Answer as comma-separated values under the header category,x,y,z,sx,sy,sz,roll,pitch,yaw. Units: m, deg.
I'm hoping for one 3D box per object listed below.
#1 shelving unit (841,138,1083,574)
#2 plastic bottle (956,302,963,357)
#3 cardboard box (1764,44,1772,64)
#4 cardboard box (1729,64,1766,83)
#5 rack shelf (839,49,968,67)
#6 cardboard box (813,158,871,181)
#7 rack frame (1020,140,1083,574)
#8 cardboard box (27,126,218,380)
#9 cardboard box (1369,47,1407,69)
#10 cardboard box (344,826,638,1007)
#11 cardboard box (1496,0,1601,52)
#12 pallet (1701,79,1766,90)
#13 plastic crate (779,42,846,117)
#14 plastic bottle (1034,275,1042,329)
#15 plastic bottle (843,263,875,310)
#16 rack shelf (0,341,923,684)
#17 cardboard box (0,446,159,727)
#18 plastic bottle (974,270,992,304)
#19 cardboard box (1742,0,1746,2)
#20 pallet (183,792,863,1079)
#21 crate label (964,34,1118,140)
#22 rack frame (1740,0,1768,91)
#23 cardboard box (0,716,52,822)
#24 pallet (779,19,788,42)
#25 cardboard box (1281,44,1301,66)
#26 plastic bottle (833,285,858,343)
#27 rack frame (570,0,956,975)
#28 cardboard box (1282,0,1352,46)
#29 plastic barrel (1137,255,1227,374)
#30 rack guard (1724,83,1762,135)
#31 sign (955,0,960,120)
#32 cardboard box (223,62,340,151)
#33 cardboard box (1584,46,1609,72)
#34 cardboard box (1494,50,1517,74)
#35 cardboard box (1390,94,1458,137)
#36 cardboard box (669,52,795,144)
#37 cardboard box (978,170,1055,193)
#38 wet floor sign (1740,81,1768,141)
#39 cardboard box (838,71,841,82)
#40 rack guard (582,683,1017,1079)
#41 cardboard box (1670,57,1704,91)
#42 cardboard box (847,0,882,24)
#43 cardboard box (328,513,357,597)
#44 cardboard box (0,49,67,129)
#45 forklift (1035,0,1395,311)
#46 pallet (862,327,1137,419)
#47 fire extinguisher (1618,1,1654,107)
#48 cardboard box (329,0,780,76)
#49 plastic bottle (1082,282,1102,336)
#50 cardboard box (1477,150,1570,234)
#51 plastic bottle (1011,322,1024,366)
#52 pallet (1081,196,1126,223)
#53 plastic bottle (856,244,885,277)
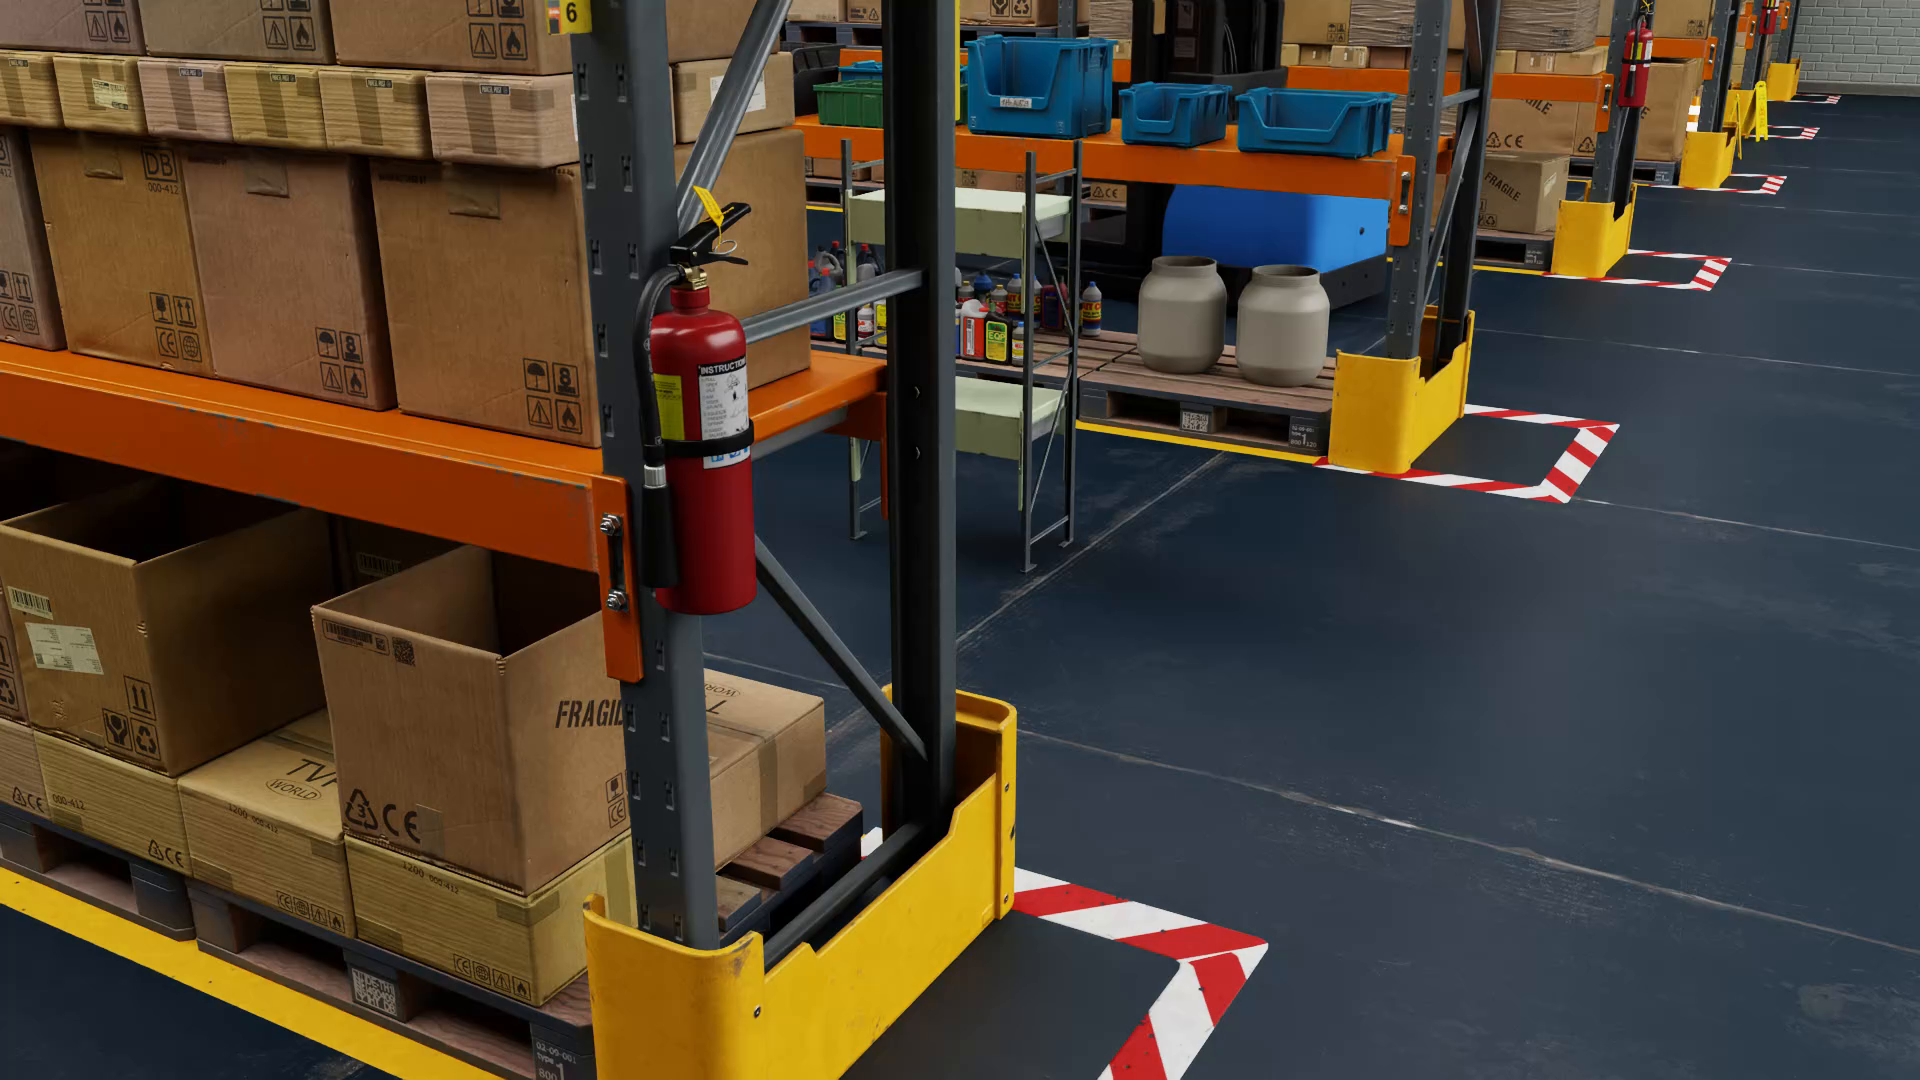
category,x,y,z,sx,sy,sz,roll,pitch,yaw
shelving unit,0.006,-0.704,6.106,0.755,1.500,0.431,11,23,27
plastic bottle,-0.029,-1.062,8.243,0.135,0.276,0.152,10,22,26
cardboard box,11.473,-7.070,24.141,0.500,0.250,0.500,11,23,28
cardboard box,11.218,-6.679,23.796,0.500,0.250,0.500,11,23,28
rack shelf,-0.707,-4.022,14.108,4.000,0.370,1.077,11,23,27
cardboard box,-0.869,-3.438,14.465,0.500,0.500,0.700,13,24,32
rack frame,0.325,-0.643,5.938,0.023,1.500,0.400,11,23,27
cardboard box,-1.596,-0.712,3.783,0.500,0.500,0.700,11,23,28
cardboard box,3.083,-3.433,11.798,0.250,0.149,0.380,11,23,27
cardboard box,-0.915,0.680,3.507,0.500,0.250,0.500,11,23,27
cardboard box,4.065,-3.648,11.442,0.500,0.500,0.875,11,23,27
pallet,11.094,-6.594,24.235,1.213,0.211,1.003,11,23,27
plastic crate,-0.981,-2.399,8.670,0.504,0.338,0.767,11,23,27
plastic bottle,0.386,-1.263,8.804,0.097,0.271,0.097,0,20,0
plastic bottle,-0.556,-1.378,9.113,0.135,0.276,0.152,11,23,27
rack shelf,-2.049,-0.408,4.146,4.000,0.370,1.077,11,23,27
cardboard box,-2.232,0.083,4.054,0.500,0.500,0.500,11,23,27
plastic bottle,0.122,-1.313,8.943,0.097,0.271,0.097,0,20,0
cardboard box,9.086,-6.660,19.745,0.500,0.500,0.500,10,22,26
pallet,-0.991,0.783,3.898,1.213,0.211,1.003,11,23,27
crate label,0.377,-2.130,7.786,0.616,0.435,0.502,11,23,27
rack frame,9.365,-6.312,19.368,0.127,3.000,1.000,11,23,27
cardboard box,-2.231,0.435,4.185,0.500,0.250,0.500,11,23,27
pallet,-1.778,-4.515,14.696,1.003,0.211,1.213,11,23,27
cardboard box,2.397,-3.538,12.089,0.250,0.149,0.380,11,23,27
plastic bottle,-0.585,-1.154,8.485,0.133,0.283,0.061,12,23,30
rack frame,-0.303,-0.414,3.106,0.127,3.000,1.000,11,23,27
cardboard box,2.724,-3.879,12.076,0.500,0.500,0.875,11,23,27
plastic barrel,1.067,-1.085,7.991,0.421,0.512,0.421,0,20,0
rack guard,9.298,-5.150,19.829,0.348,0.500,1.175,11,23,27
sign,-0.027,-1.022,3.398,0.005,0.325,0.100,11,23,27
cardboard box,-1.182,-0.858,3.233,0.250,0.149,0.380,10,22,27
cardboard box,4.399,-3.362,11.604,0.250,0.149,0.380,11,23,27
cardboard box,3.721,-3.298,11.426,0.250,0.149,0.380,11,23,27
cardboard box,4.850,-4.411,16.628,0.875,0.875,0.875,11,23,28
cardboard box,-0.540,-0.895,3.335,0.250,0.149,0.380,11,22,27
cardboard box,0.514,-3.167,13.719,0.500,0.500,0.700,9,22,23
wet floor sign,9.009,-4.855,18.804,0.267,0.644,0.232,-16,26,-38
cardboard box,-1.099,-5.294,19.609,0.500,0.500,0.500,12,23,29
rack guard,-0.282,0.766,3.522,0.348,0.500,1.175,11,23,27
cardboard box,8.538,-5.625,19.790,0.500,0.500,0.500,11,23,28
cardboard box,-0.519,-4.534,13.698,0.637,0.503,0.797,13,24,33
cardboard box,-1.543,0.012,4.250,0.500,0.500,0.500,11,23,27
cardboard box,-1.860,-0.987,3.590,0.250,0.149,0.380,11,23,29
forklift,1.212,-3.078,10.553,3.031,2.935,1.130,15,25,36
pallet,0.259,-0.915,8.579,1.213,0.211,1.003,11,23,27
fire extinguisher,4.407,-3.169,10.817,0.183,0.674,0.296,11,23,27
cardboard box,-0.750,-1.161,3.117,0.500,0.500,0.700,11,23,27
plastic bottle,0.685,-1.206,8.647,0.097,0.271,0.097,0,20,0
cardboard box,3.995,-2.493,11.889,0.500,0.500,0.500,16,25,37
plastic bottle,0.299,-0.954,8.054,0.097,0.201,0.097,0,20,0
pallet,1.643,-2.615,13.265,1.213,0.211,1.003,11,23,27
plastic bottle,-0.506,-1.461,9.234,0.185,0.351,0.144,10,22,25
